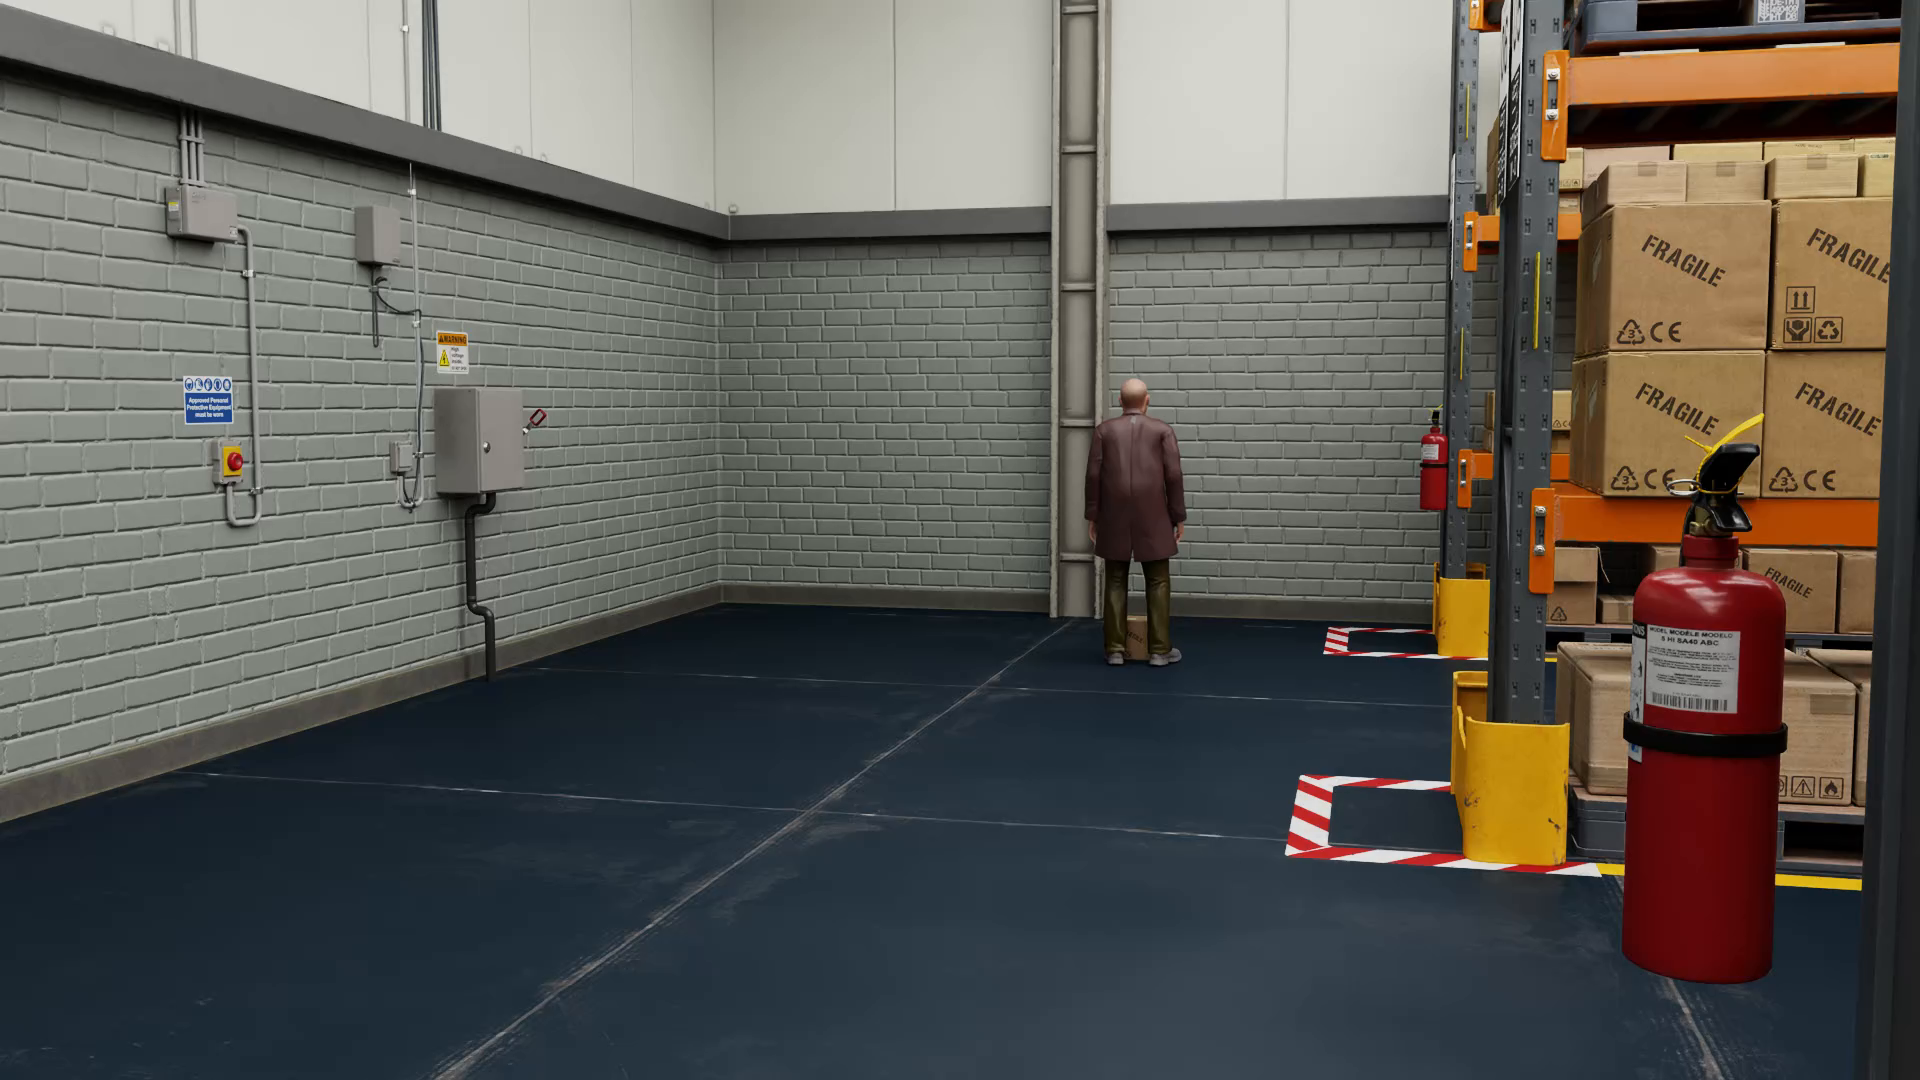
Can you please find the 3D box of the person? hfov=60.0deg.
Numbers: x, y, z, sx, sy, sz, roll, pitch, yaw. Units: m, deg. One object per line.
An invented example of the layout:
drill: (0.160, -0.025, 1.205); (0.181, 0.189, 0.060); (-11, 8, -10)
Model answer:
person: (1.090, -0.082, 10.357); (0.644, 1.708, 0.425); (1, 5, 14)
